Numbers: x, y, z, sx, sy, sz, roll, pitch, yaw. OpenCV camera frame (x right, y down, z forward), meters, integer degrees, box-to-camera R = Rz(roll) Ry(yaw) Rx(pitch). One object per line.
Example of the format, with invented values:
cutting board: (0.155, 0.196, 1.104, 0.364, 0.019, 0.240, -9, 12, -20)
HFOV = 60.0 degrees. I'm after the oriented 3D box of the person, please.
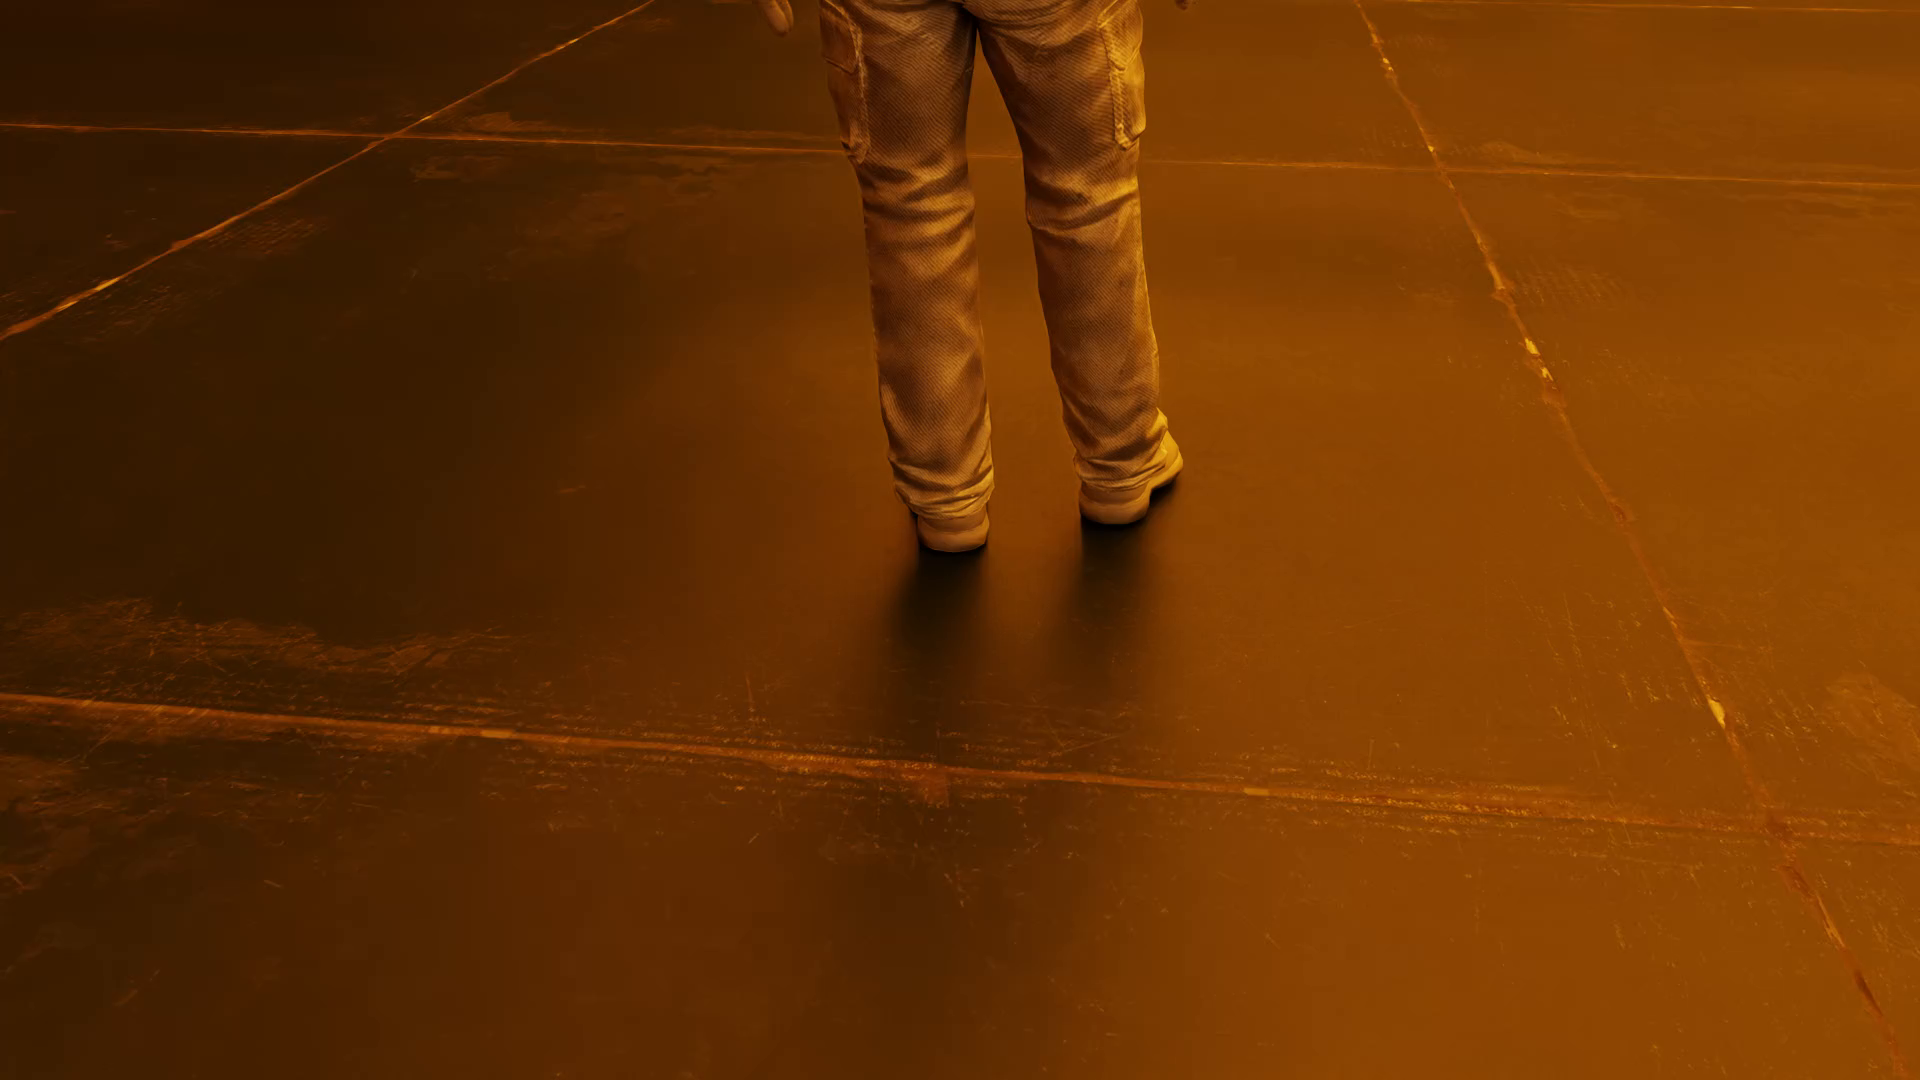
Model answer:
person: (0.018, -0.836, 2.162, 0.657, 1.785, 0.575, 3, 27, 7)
